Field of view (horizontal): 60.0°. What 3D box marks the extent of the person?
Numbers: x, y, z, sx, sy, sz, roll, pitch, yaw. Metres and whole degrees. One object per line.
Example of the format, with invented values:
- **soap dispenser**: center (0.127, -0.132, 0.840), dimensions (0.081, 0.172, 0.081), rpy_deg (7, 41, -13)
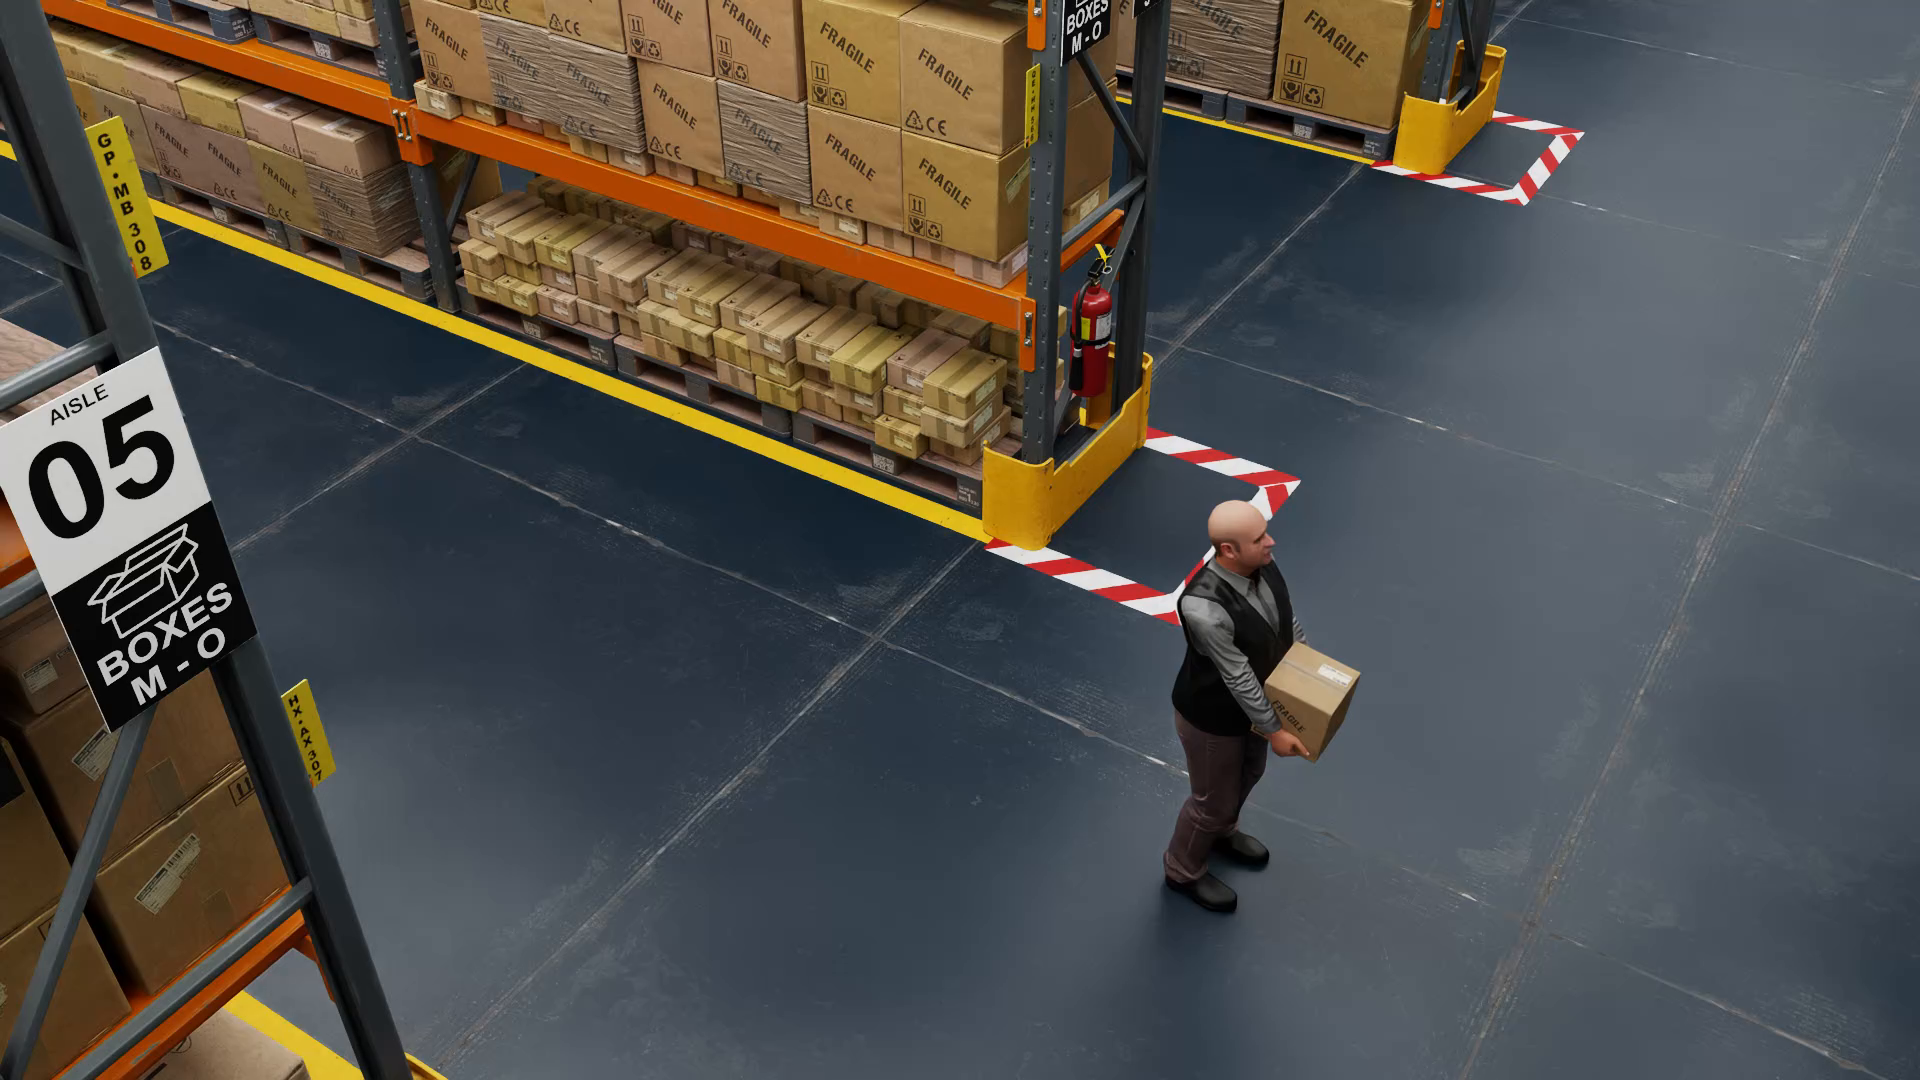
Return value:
- **person**: center (1.044, 0.614, 5.927), dimensions (0.551, 1.711, 0.494), rpy_deg (22, 43, 26)
